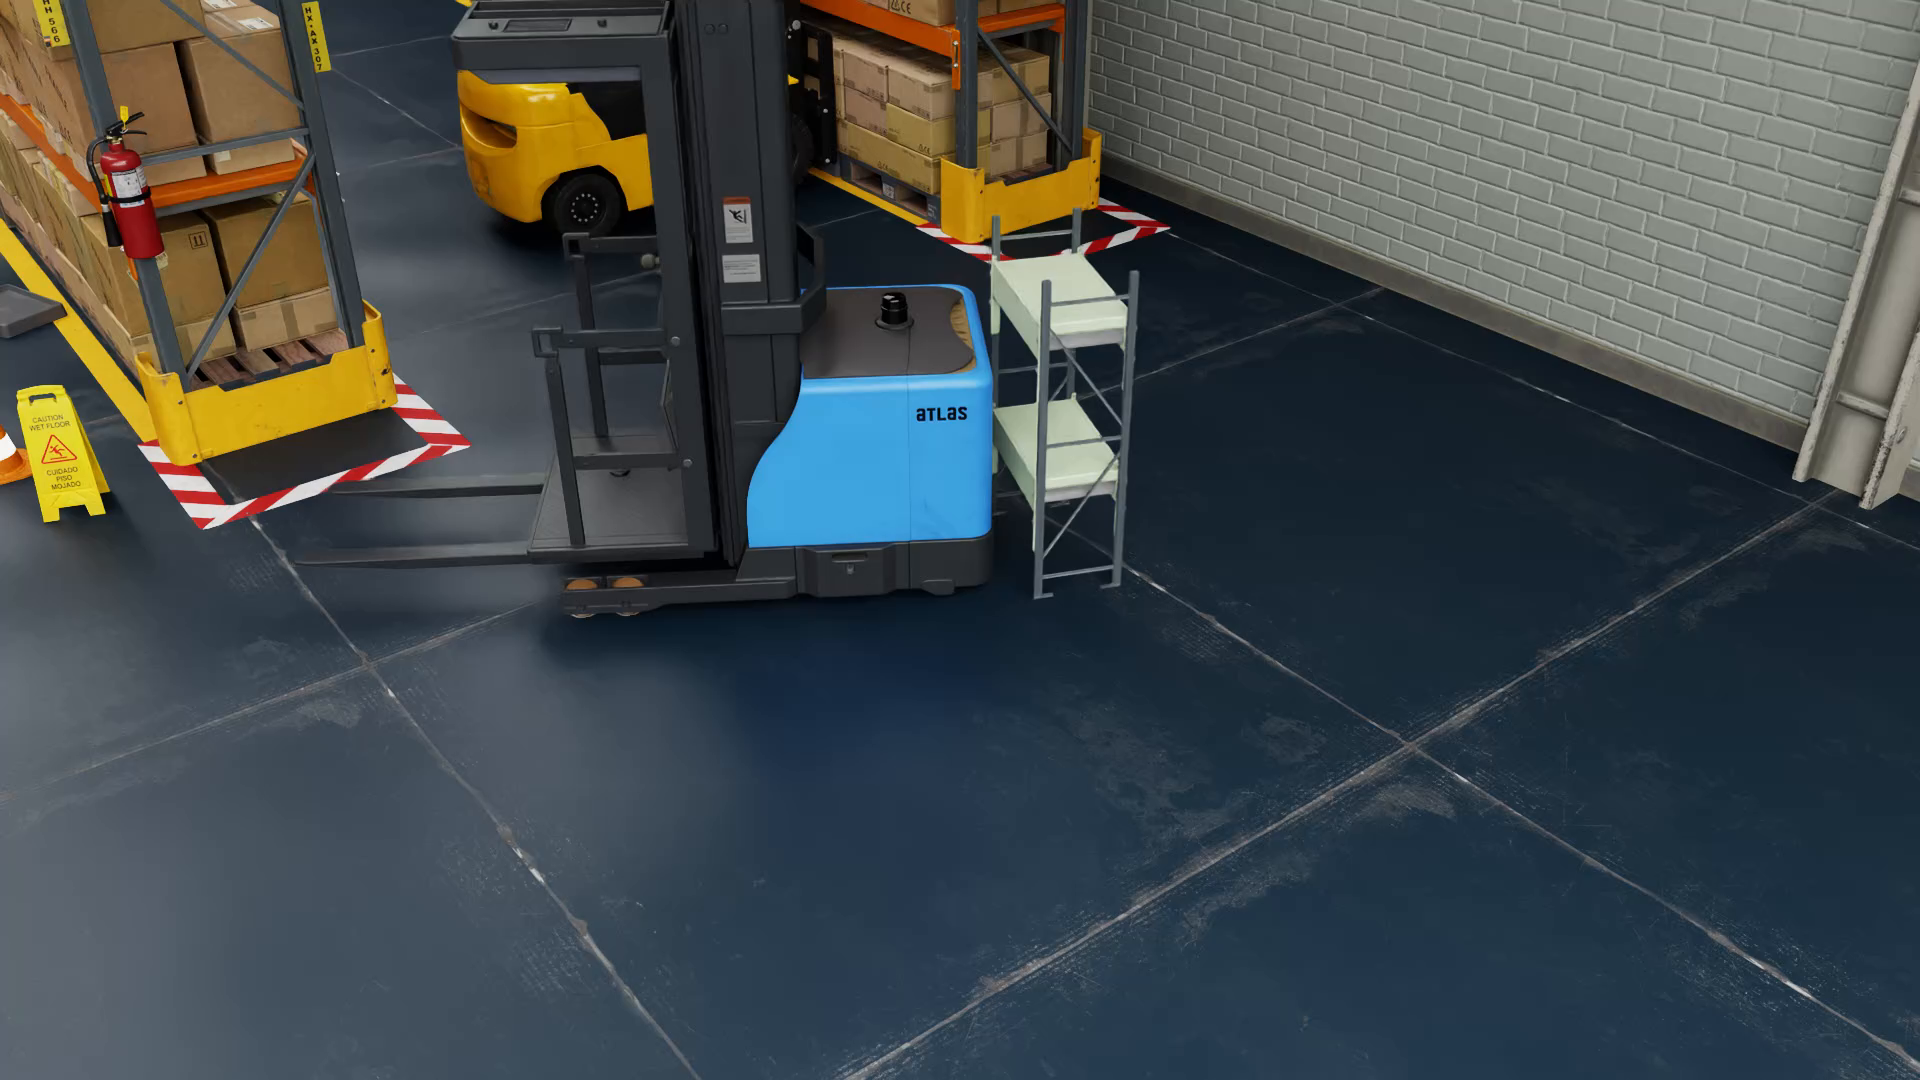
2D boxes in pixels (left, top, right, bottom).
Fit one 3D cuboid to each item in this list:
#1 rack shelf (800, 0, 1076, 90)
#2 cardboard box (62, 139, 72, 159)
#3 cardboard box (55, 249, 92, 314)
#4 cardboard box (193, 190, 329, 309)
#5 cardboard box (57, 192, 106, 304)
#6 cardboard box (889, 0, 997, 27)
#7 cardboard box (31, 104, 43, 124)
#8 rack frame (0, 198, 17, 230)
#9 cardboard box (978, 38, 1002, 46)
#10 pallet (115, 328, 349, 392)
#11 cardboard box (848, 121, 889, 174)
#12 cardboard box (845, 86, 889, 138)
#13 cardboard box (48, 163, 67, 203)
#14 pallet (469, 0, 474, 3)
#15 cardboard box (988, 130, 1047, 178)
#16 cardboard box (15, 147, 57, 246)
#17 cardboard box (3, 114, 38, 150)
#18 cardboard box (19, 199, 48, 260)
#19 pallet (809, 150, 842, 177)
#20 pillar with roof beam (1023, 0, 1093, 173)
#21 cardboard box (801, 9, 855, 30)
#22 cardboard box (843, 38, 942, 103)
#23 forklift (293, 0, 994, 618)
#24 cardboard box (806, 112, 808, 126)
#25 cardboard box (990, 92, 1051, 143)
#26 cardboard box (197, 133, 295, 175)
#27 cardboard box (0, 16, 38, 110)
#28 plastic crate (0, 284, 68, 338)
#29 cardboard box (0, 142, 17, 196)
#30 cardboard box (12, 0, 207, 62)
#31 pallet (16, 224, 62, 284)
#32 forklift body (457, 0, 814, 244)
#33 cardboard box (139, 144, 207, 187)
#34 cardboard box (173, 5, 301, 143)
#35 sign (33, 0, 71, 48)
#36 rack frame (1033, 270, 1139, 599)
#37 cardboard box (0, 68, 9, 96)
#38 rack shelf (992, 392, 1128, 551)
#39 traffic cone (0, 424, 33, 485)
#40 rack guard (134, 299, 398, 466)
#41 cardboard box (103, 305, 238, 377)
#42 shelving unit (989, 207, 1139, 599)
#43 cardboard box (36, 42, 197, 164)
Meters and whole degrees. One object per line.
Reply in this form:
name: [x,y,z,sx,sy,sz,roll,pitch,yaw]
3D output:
rack shelf: [-0.827,-3.996,12.023,1.077,0.370,4.000,-22,38,-31]
cardboard box: [-4.301,-2.024,8.404,0.380,0.149,0.250,-23,39,-32]
cardboard box: [-4.864,-1.555,9.619,0.500,0.250,0.500,-24,39,-33]
cardboard box: [-3.810,-1.625,9.020,0.500,0.500,0.500,-24,39,-33]
cardboard box: [-4.539,-1.655,9.070,0.500,0.500,0.500,-21,37,-30]
cardboard box: [-0.110,-3.631,10.658,0.500,0.500,0.500,-23,39,-32]
cardboard box: [-4.757,-2.351,8.930,0.380,0.149,0.250,-23,38,-32]
rack frame: [-5.972,-3.528,10.587,1.000,3.000,0.127,-22,38,-31]
cardboard box: [-0.055,-3.372,11.596,0.500,0.250,0.500,-22,38,-31]
pallet: [-4.036,-1.058,9.253,1.003,0.211,1.213,-22,38,-31]
cardboard box: [-0.436,-2.782,11.595,0.500,0.250,0.500,-22,38,-31]
cardboard box: [-0.445,-3.005,11.479,0.500,0.250,0.500,-23,38,-32]
cardboard box: [-4.646,-1.952,8.932,0.380,0.149,0.250,-22,38,-31]
pallet: [-4.032,-5.262,16.022,1.003,0.211,1.213,-22,38,-31]
cardboard box: [0.253,-2.746,11.537,0.500,0.250,0.500,-22,38,-31]
cardboard box: [-5.169,-2.087,9.765,0.500,0.500,0.500,-20,37,-29]
cardboard box: [-5.310,-2.402,9.658,0.380,0.149,0.250,-20,37,-29]
cardboard box: [-5.487,-1.986,10.312,0.500,0.250,0.500,-20,37,-29]
pallet: [-0.846,-3.097,12.536,1.003,0.211,1.213,-22,38,-31]
pillar with roof beam: [-2.716,-5.205,7.602,9.100,9.000,0.400,-22,38,-31]
cardboard box: [-1.069,-3.626,12.005,0.500,0.250,0.500,-23,39,-32]
cardboard box: [-0.447,-3.205,11.328,0.500,0.250,0.500,-22,38,-31]
forklift: [-1.394,-1.198,6.901,3.031,2.935,1.130,-2,32,-4]
cardboard box: [-1.072,-3.203,12.272,0.500,0.250,0.500,-21,38,-30]
cardboard box: [0.275,-2.954,11.397,0.500,0.250,0.500,-21,38,-31]
cardboard box: [-3.564,-1.962,8.305,0.380,0.149,0.250,-22,38,-31]
cardboard box: [-4.677,-2.586,8.694,0.500,0.500,0.500,-22,38,-32]
plastic crate: [-5.657,-1.368,9.876,0.583,0.080,0.402,18,36,27]
cardboard box: [-5.823,-2.523,10.467,0.500,0.500,0.500,-20,37,-29]
cardboard box: [-4.005,-2.596,7.763,0.700,0.500,0.500,-23,39,-33]
pallet: [-5.532,-2.075,10.890,1.003,0.211,1.213,-22,38,-31]
forklift body: [-2.204,-3.307,11.037,2.313,2.155,1.214,-22,38,-31]
cardboard box: [-3.917,-1.840,8.108,0.380,0.149,0.250,-21,37,-30]
cardboard box: [-3.590,-2.316,8.260,0.500,0.500,0.500,-23,39,-32]
sign: [-3.970,-2.315,7.238,0.100,0.325,0.005,-22,38,-31]
rack frame: [0.519,-0.408,6.986,0.400,1.500,0.023,-8,33,-12]
cardboard box: [-5.255,-2.650,9.411,0.380,0.149,0.250,-22,38,-31]
rack shelf: [0.426,-0.318,7.458,0.431,0.370,0.720,-8,33,-12]
traffic cone: [-4.802,-0.545,8.188,0.336,0.463,0.334,-22,38,-31]
rack guard: [-3.566,-0.830,8.613,1.175,0.500,0.348,-22,38,-31]
cardboard box: [-4.242,-1.131,8.936,0.500,0.250,0.500,-22,38,-32]
shelving unit: [0.426,-0.595,7.286,0.431,1.500,0.755,-8,33,-12]
cardboard box: [-4.070,-2.166,8.018,0.500,0.500,0.500,-23,39,-32]
